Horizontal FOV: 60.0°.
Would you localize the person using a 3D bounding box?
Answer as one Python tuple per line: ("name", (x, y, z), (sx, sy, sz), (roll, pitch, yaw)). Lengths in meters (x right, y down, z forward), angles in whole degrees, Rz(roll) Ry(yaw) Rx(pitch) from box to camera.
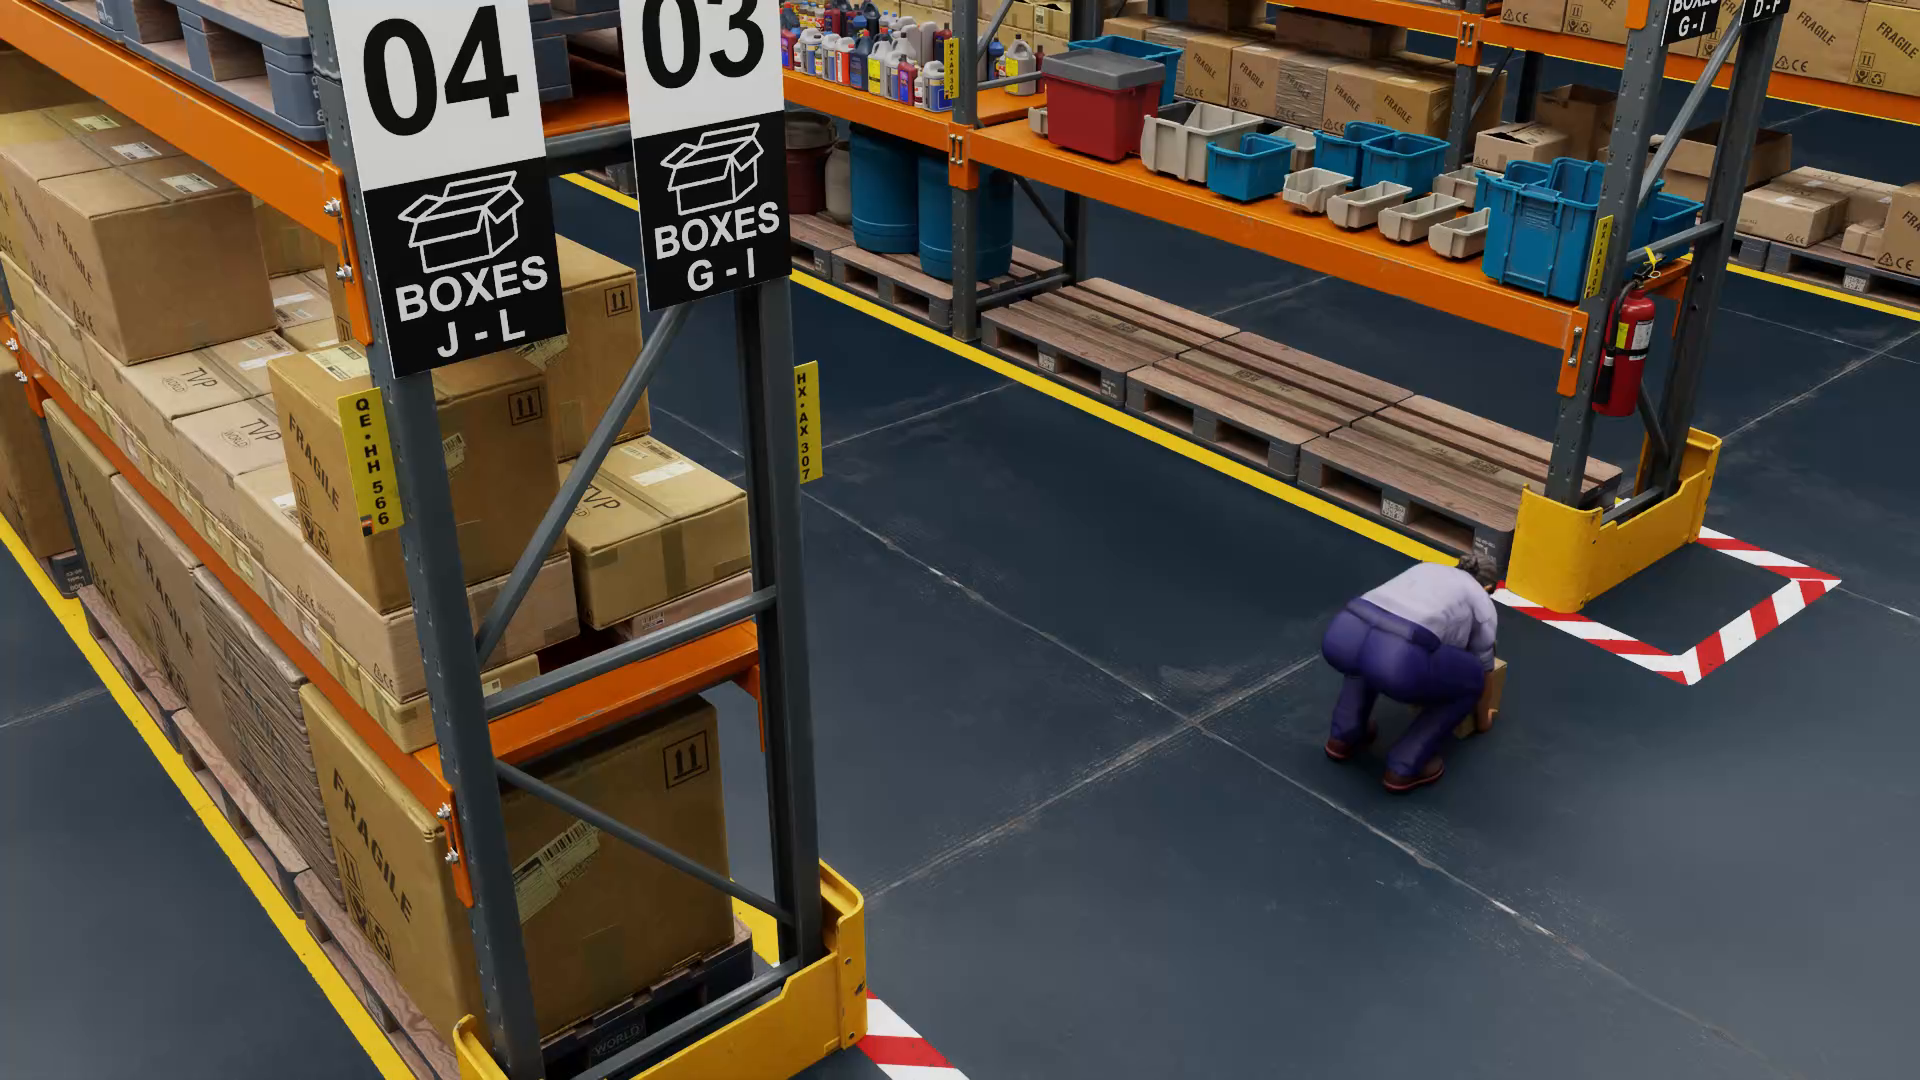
("person", (1.712, 0.466, 6.228), (0.905, 0.773, 0.519), (-23, 36, -36))
